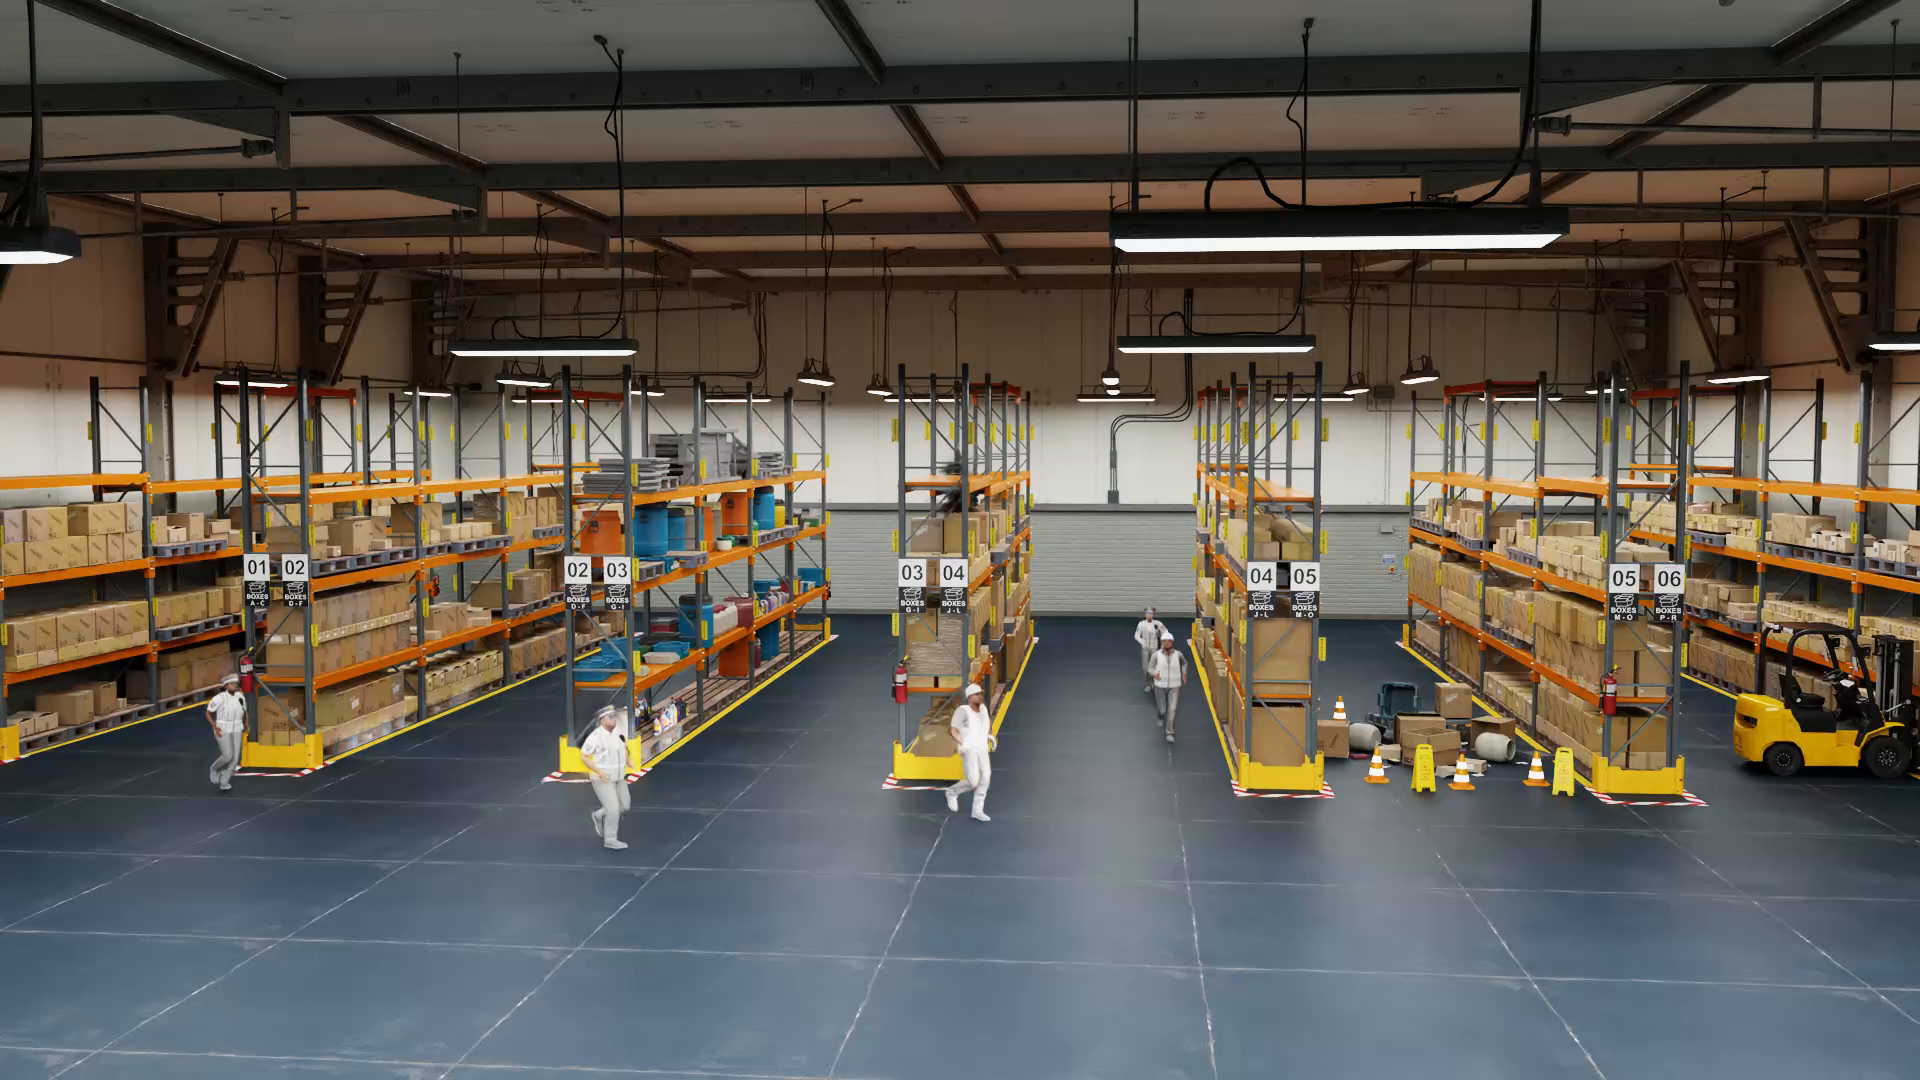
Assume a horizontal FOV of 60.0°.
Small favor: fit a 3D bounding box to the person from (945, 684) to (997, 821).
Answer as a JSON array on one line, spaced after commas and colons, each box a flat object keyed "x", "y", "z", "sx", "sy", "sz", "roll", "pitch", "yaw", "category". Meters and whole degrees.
[{"x": 0.144, "y": 2.743, "z": 21.639, "sx": 0.679, "sy": 1.761, "sz": 0.706, "roll": 3, "pitch": 5, "yaw": 43, "category": "person"}]

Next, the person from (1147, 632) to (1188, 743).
[{"x": 3.404, "y": 2.382, "z": 27.174, "sx": 0.676, "sy": 1.741, "sz": 0.971, "roll": 0, "pitch": 4, "yaw": 2, "category": "person"}]

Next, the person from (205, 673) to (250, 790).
[{"x": -10.269, "y": 2.688, "z": 23.406, "sx": 0.522, "sy": 1.626, "sz": 0.577, "roll": 3, "pitch": 5, "yaw": 38, "category": "person"}]

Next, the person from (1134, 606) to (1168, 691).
[{"x": 3.691, "y": 2.107, "z": 32.121, "sx": 0.644, "sy": 1.657, "sz": 0.575, "roll": 1, "pitch": 4, "yaw": 9, "category": "person"}]

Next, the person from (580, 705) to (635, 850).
[{"x": -4.262, "y": 2.842, "z": 20.063, "sx": 0.644, "sy": 1.740, "sz": 0.656, "roll": 2, "pitch": 4, "yaw": 33, "category": "person"}]
